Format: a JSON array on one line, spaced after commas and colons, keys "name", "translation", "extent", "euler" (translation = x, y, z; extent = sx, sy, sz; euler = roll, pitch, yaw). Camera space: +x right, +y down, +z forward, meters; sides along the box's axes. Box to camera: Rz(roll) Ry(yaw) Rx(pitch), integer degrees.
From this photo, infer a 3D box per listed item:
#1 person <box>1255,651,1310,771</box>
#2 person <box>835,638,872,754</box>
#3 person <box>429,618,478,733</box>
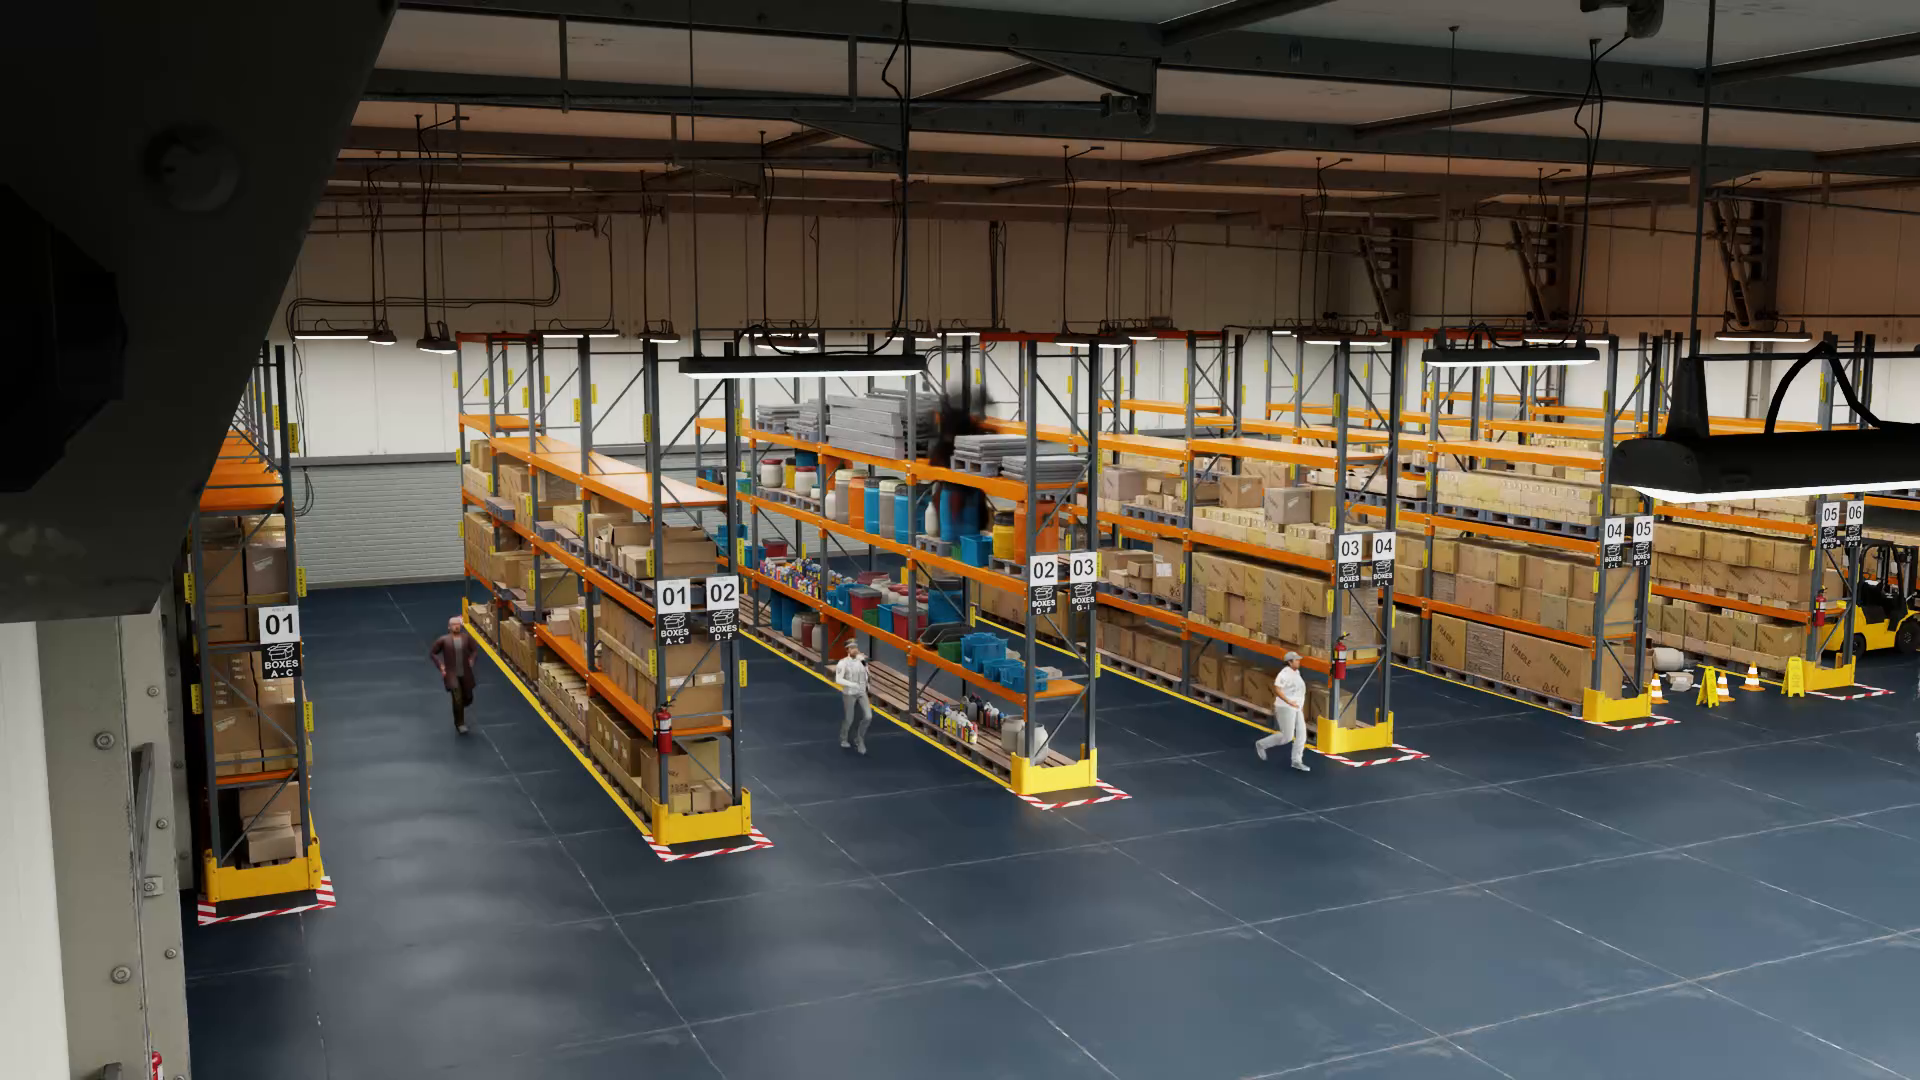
[{"name": "person", "translation": [4.652, 2.380, 23.469], "extent": [0.808, 1.618, 0.670], "euler": [5, 9, 35]}, {"name": "person", "translation": [-1.536, 2.259, 24.183], "extent": [0.616, 1.716, 0.683], "euler": [-4, 9, -29]}, {"name": "person", "translation": [-7.718, 2.047, 25.460], "extent": [0.715, 1.735, 0.826], "euler": [-5, 9, -33]}]
